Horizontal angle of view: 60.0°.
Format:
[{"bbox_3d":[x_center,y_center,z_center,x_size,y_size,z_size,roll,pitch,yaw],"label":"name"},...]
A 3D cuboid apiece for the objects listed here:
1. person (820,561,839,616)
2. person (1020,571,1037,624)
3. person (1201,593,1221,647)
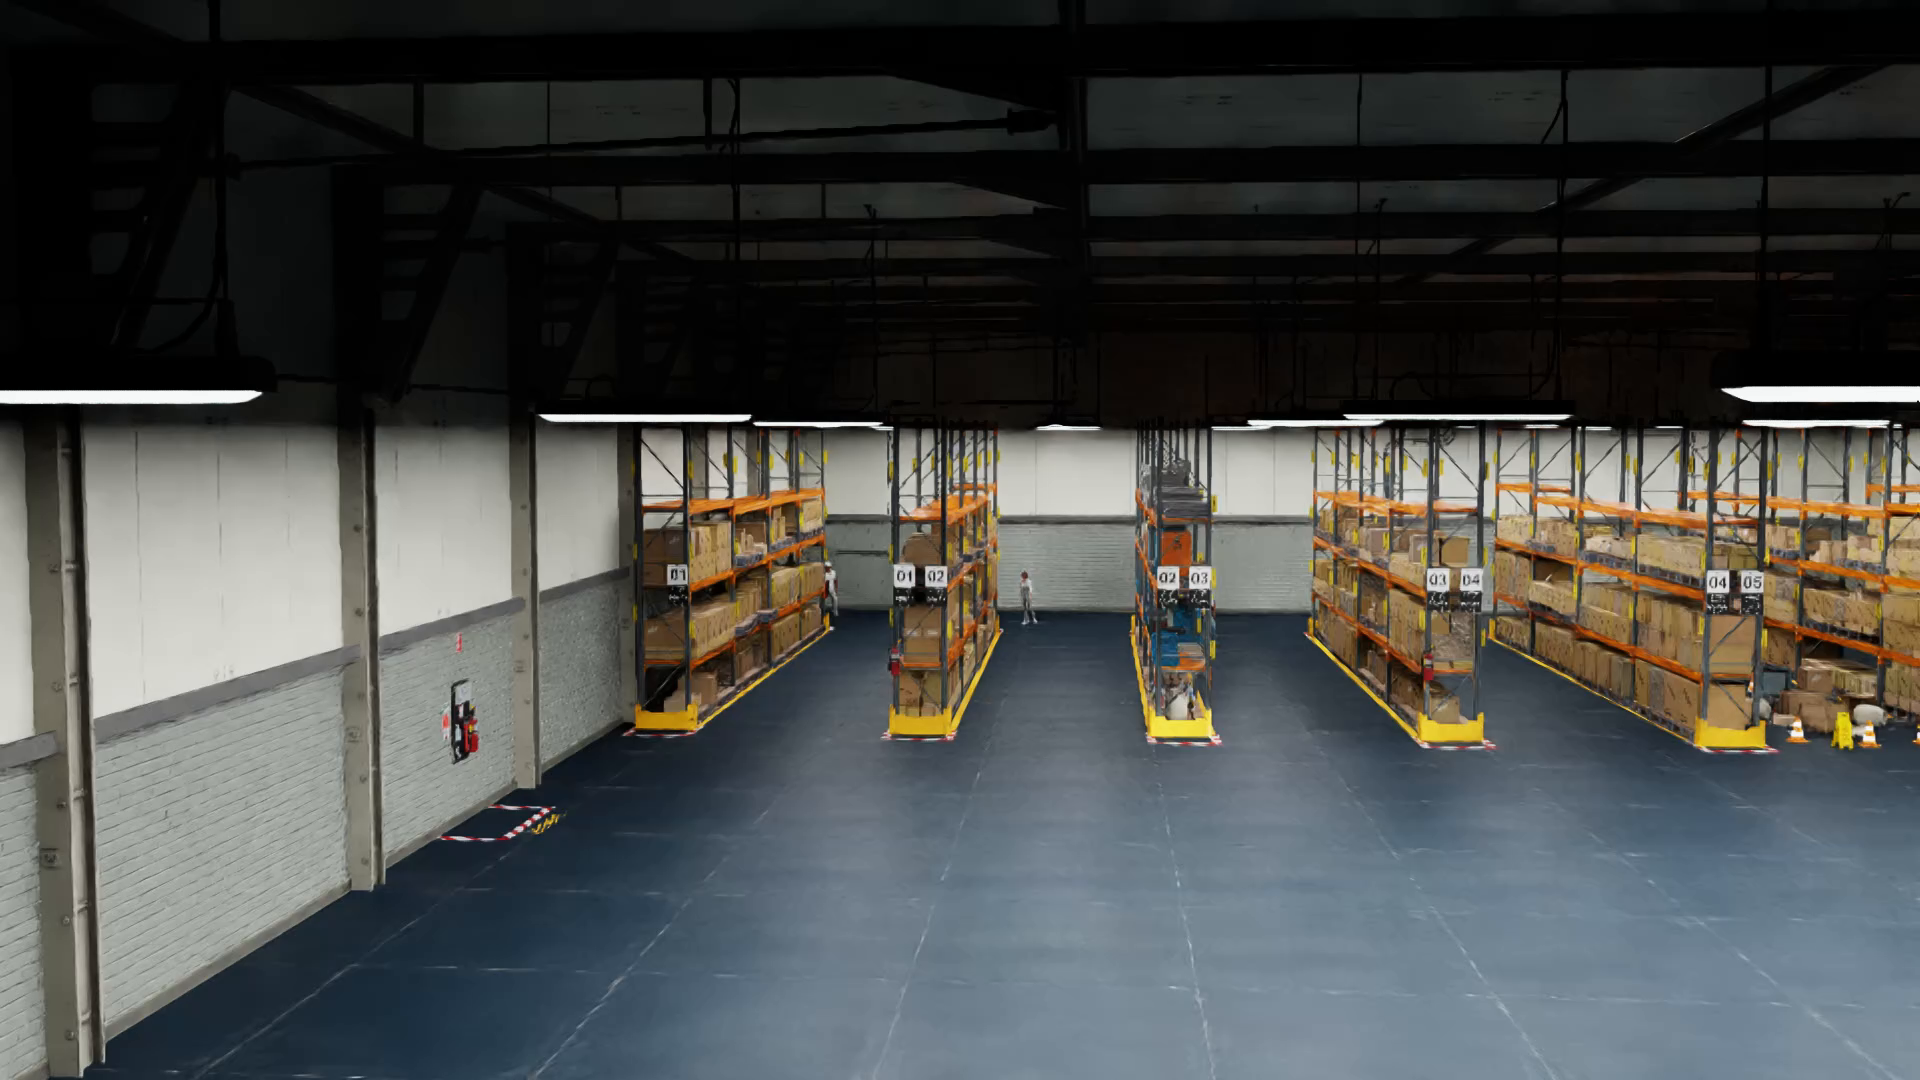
[{"bbox_3d":[-4.098,1.500,51.468,0.701,1.718,0.729,-1,4,-18],"label":"person"},{"bbox_3d":[2.041,1.701,49.589,0.469,1.584,0.508,3,5,43],"label":"person"},{"bbox_3d":[6.482,1.993,44.067,0.709,1.704,0.835,-1,4,-12],"label":"person"}]
